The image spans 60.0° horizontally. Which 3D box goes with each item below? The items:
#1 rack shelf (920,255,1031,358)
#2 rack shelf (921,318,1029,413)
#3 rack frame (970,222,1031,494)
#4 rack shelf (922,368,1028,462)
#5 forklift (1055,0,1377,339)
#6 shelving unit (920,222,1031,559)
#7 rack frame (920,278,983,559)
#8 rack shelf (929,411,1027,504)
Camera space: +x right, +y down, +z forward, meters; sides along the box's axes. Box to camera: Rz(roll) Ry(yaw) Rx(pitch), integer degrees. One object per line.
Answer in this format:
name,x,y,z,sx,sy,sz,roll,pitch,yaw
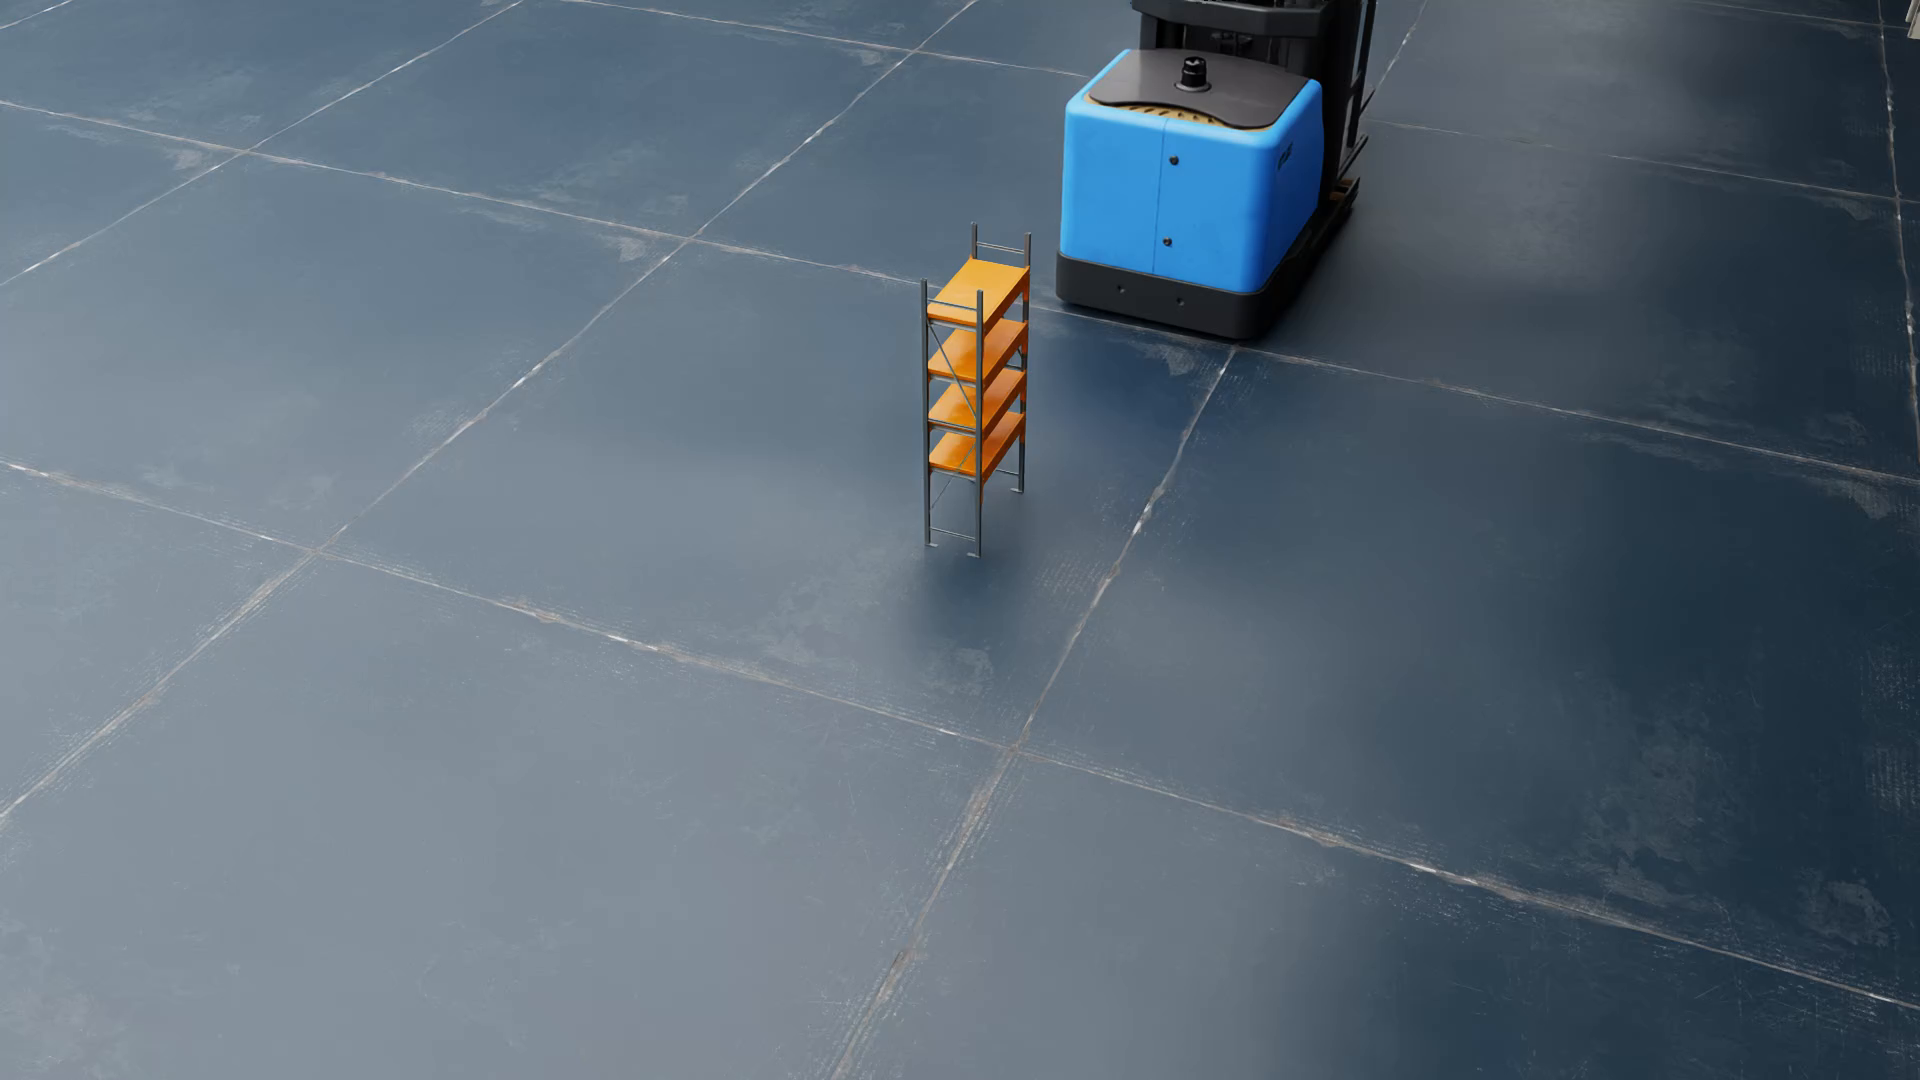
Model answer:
rack shelf,0.063,-0.887,6.278,0.258,0.148,0.480,14,39,18
rack shelf,0.063,-0.698,6.420,0.258,0.148,0.480,14,39,18
rack frame,0.156,-0.707,6.694,0.240,1.200,0.015,14,39,18
rack shelf,0.063,-0.518,6.554,0.258,0.148,0.480,14,39,18
forklift,1.557,-3.004,8.321,1.130,2.935,3.031,16,40,20
shelving unit,0.063,-0.572,6.513,0.258,1.200,0.503,14,39,18
rack frame,-0.030,-0.437,6.333,0.240,1.200,0.015,14,39,18
rack shelf,0.063,-0.359,6.673,0.258,0.148,0.480,14,39,18
